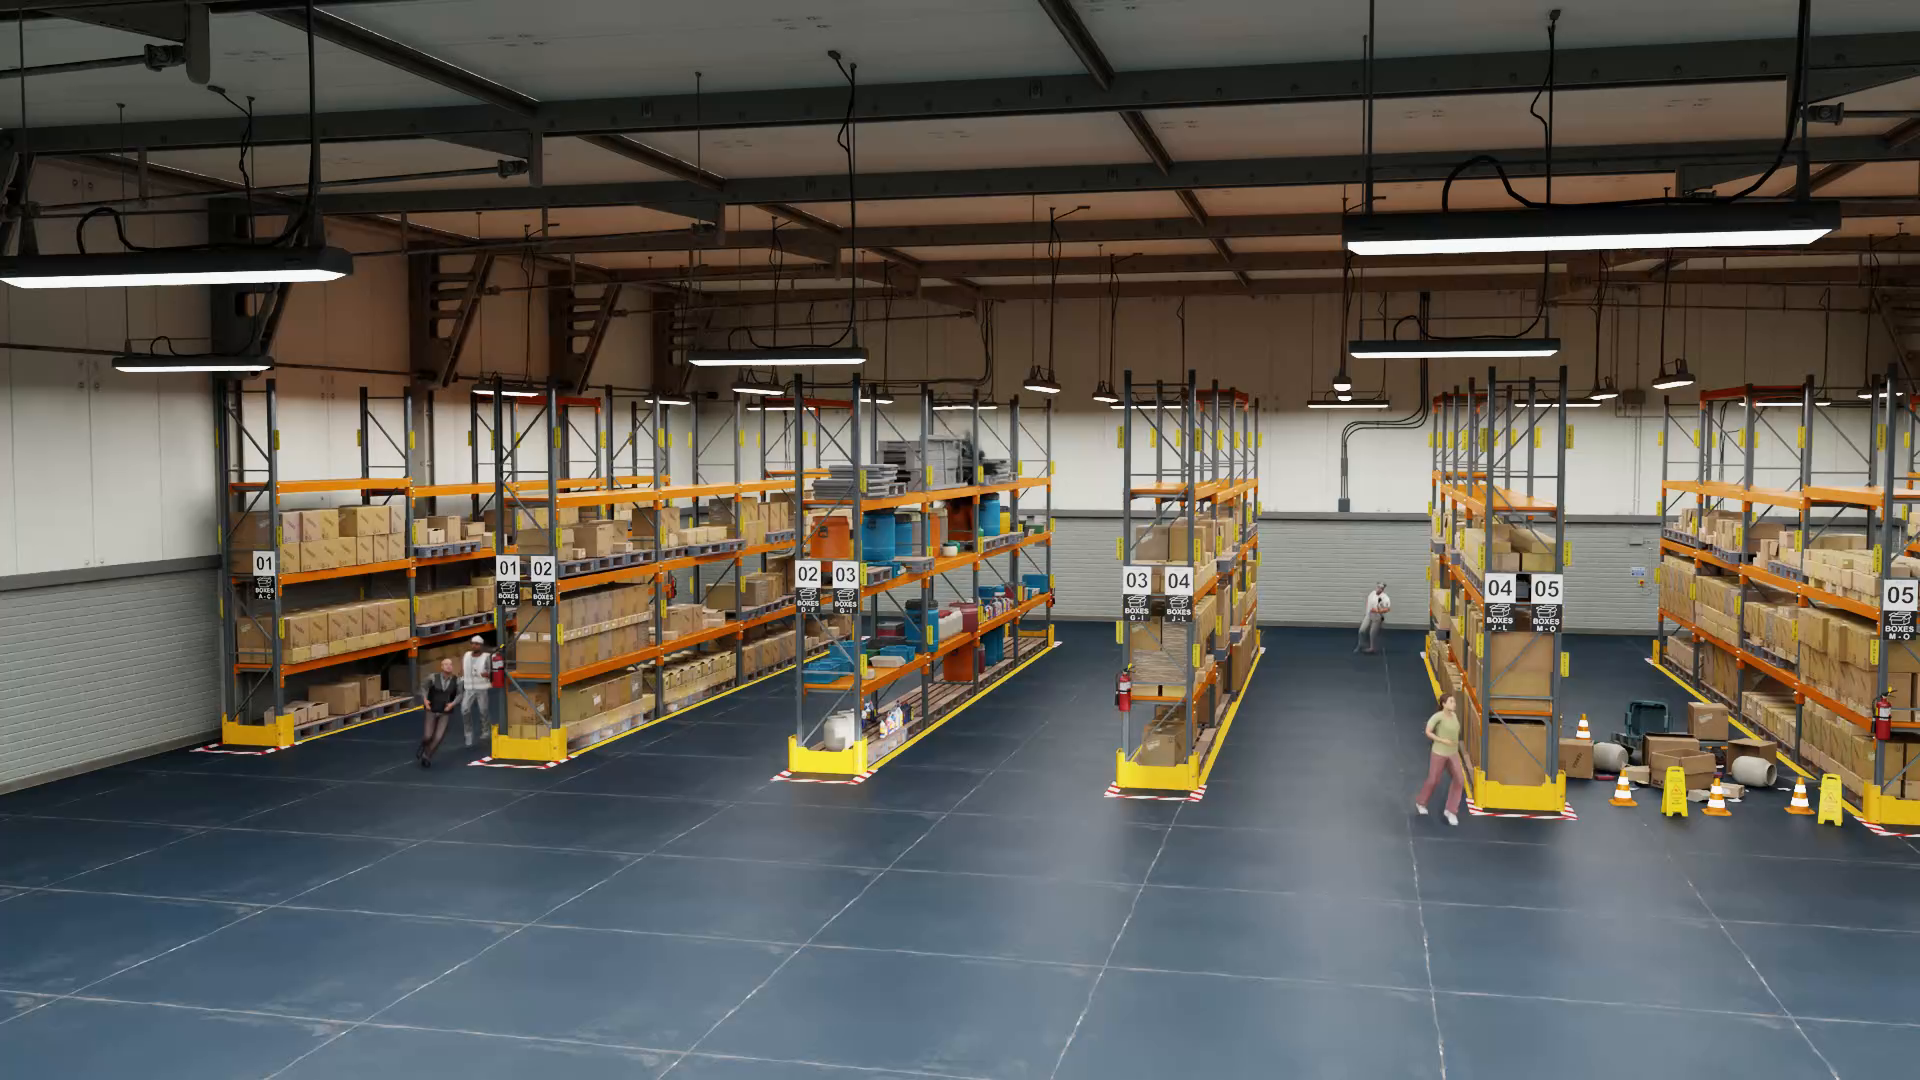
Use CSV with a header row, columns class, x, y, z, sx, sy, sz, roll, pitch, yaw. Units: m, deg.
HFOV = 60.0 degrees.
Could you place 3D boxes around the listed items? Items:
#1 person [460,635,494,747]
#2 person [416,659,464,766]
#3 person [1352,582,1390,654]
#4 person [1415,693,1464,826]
class,x,y,z,sx,sy,sz,roll,pitch,yaw
person,-7.939,2.477,27.274,0.656,1.824,0.744,0,3,1
person,-8.021,2.646,25.656,0.715,1.636,0.581,-1,4,-23
person,9.666,1.825,38.919,0.863,1.745,0.687,3,5,42
person,6.380,2.902,21.939,0.615,1.602,0.790,-1,4,-21
